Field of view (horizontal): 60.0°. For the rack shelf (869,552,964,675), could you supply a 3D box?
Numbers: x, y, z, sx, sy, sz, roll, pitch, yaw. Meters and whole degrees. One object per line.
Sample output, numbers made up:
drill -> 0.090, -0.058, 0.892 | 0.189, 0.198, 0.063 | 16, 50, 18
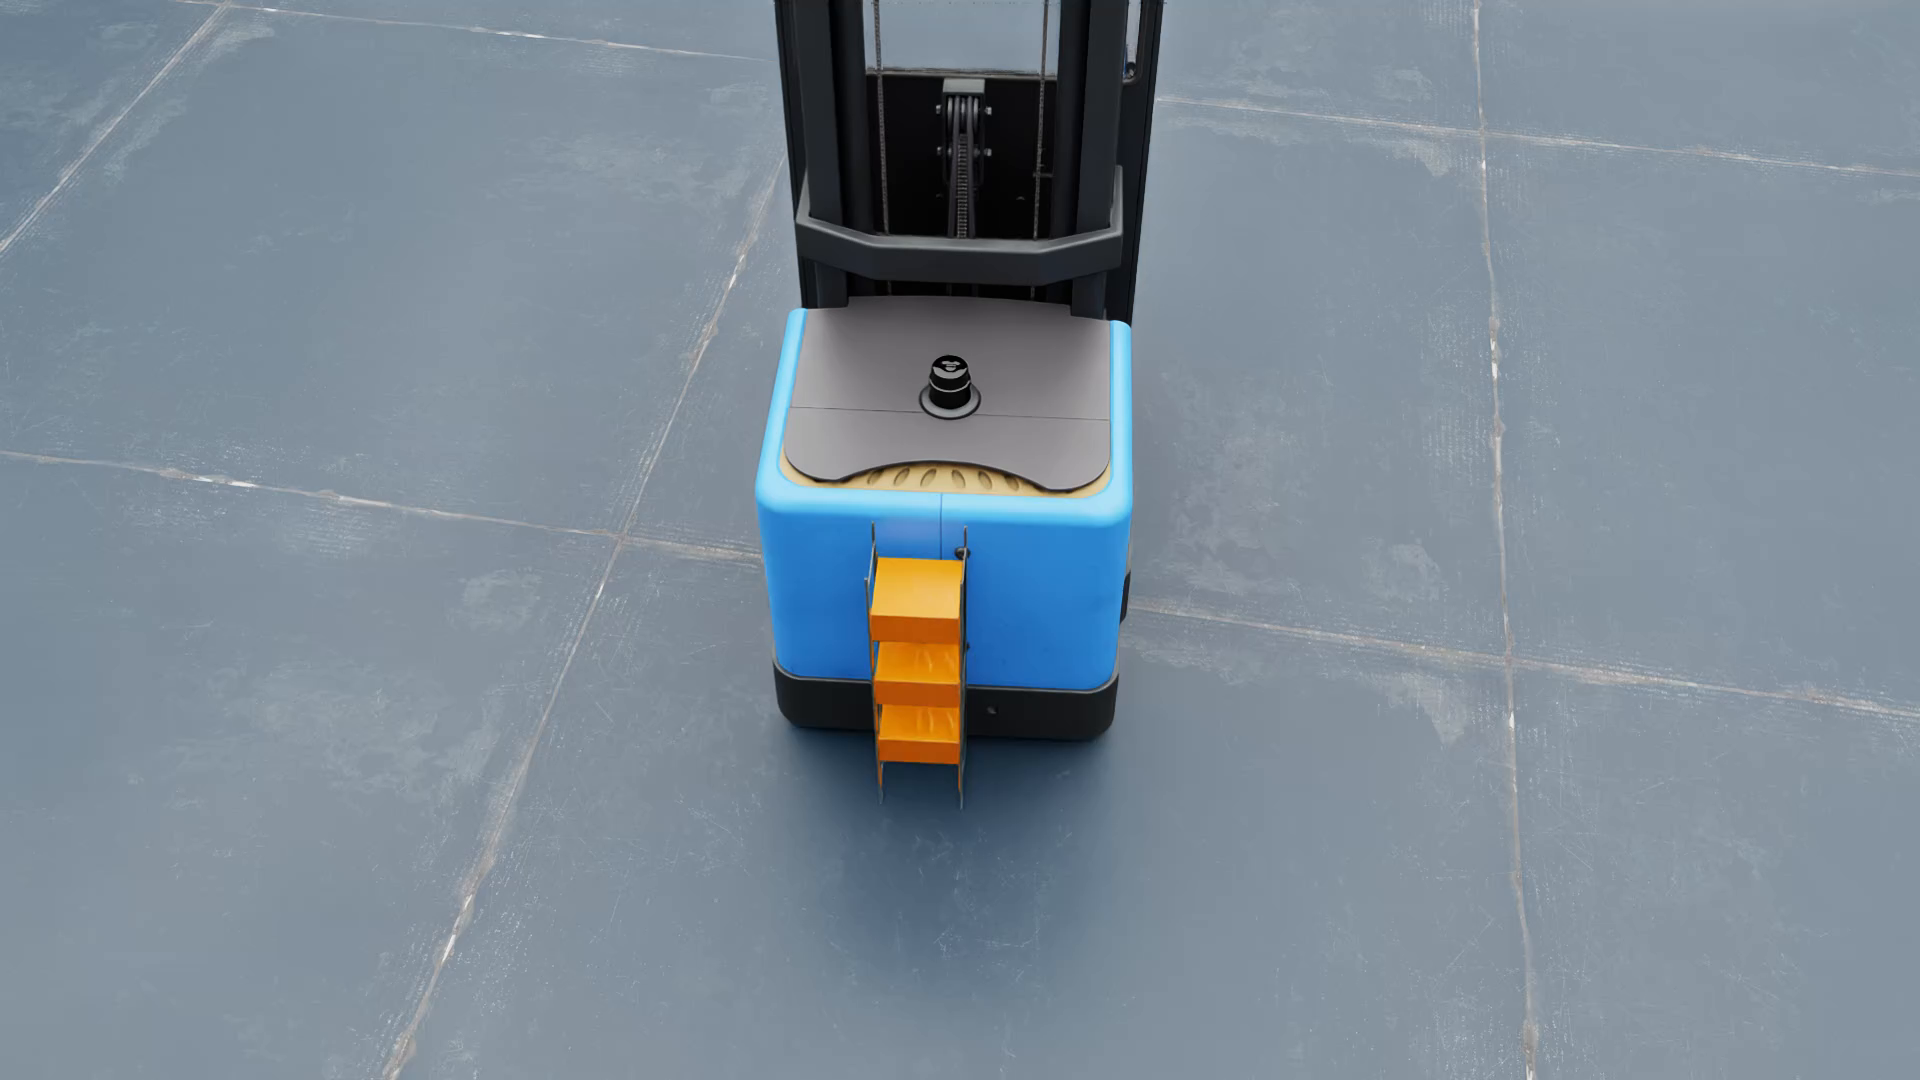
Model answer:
rack shelf -> -0.113, 0.200, 4.497 | 0.240, 0.259, 0.215 | 3, 48, 2

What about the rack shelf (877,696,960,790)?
rack shelf -> -0.113, 0.575, 4.915 | 0.240, 0.259, 0.215 | 3, 48, 2

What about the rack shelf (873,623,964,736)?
rack shelf -> -0.113, 0.390, 4.708 | 0.240, 0.259, 0.215 | 3, 48, 2

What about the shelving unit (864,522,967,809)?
shelving unit -> -0.113, 0.383, 4.700 | 0.252, 1.050, 0.215 | 3, 48, 2

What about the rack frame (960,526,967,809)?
rack frame -> 0.009, 0.388, 4.695 | 0.008, 1.050, 0.200 | 3, 48, 2

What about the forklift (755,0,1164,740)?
forklift -> 0.039, -1.460, 5.092 | 1.130, 2.935, 3.031 | 3, 48, 2

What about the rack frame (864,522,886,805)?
rack frame -> -0.235, 0.377, 4.705 | 0.008, 1.050, 0.200 | 3, 48, 2
